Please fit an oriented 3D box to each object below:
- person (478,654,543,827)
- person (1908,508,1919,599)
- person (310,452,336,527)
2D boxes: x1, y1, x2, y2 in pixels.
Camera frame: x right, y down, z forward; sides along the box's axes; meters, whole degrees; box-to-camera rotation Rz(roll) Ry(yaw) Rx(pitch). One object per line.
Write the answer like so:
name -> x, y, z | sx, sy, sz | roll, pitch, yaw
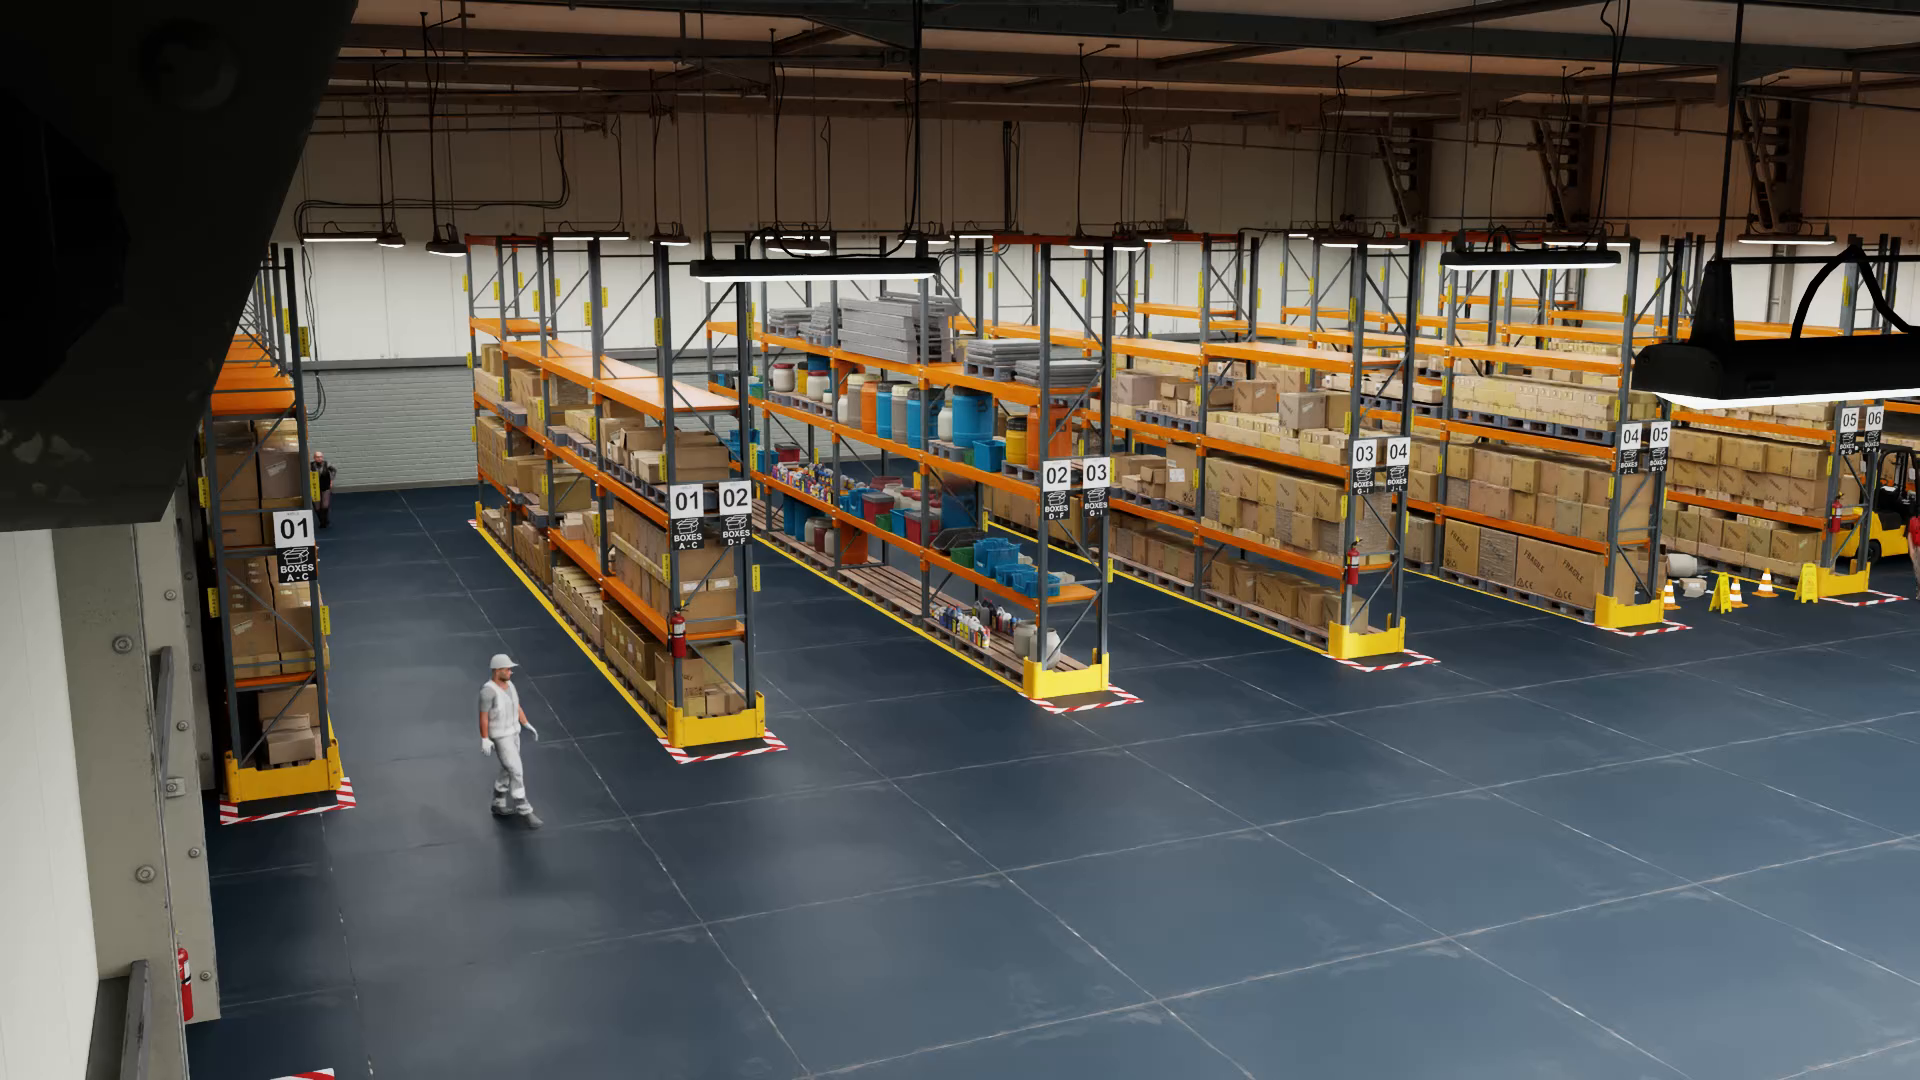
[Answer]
person -> -4.723, 2.103, 17.654 | 0.753, 1.789, 0.557 | 3, 11, 15
person -> 16.003, 0.217, 27.576 | 0.869, 1.711, 0.566 | -10, 15, -43
person -> -13.149, -1.036, 34.200 | 0.643, 1.626, 0.720 | -3, 11, -16
